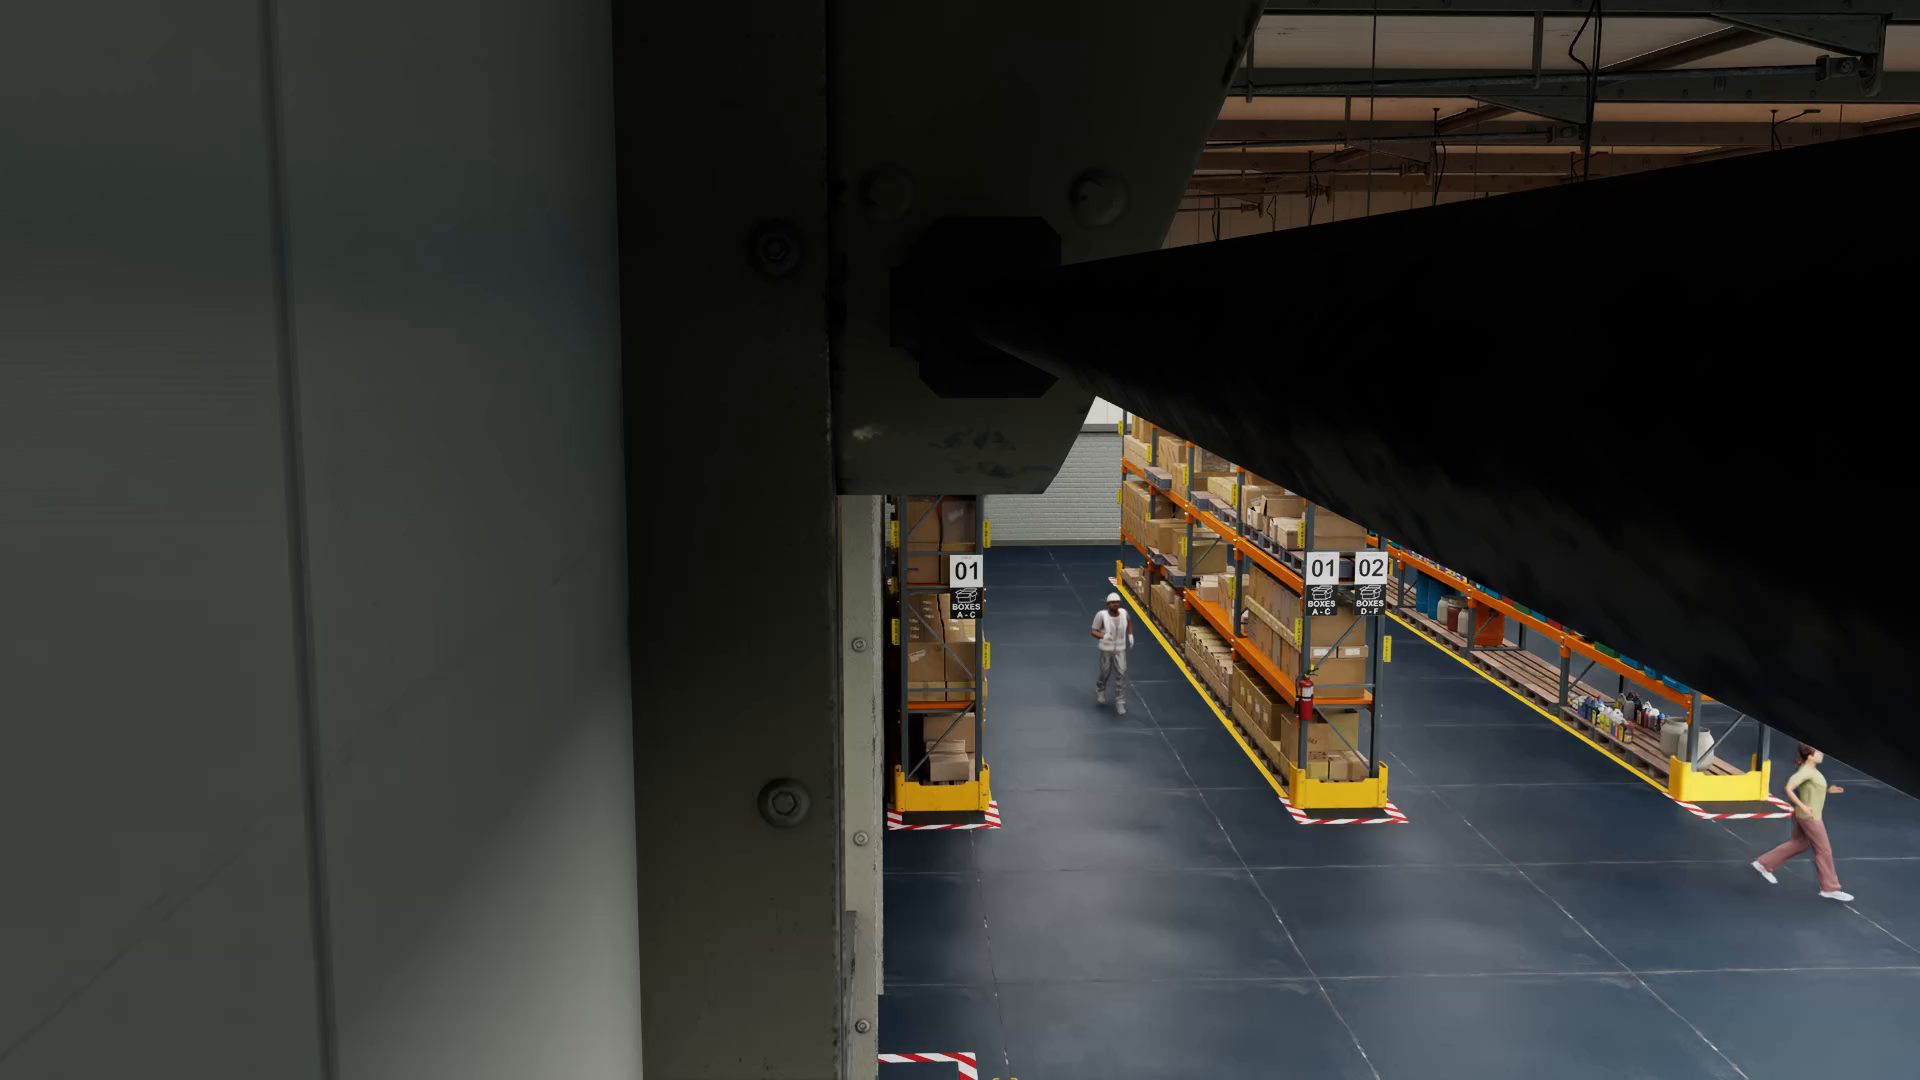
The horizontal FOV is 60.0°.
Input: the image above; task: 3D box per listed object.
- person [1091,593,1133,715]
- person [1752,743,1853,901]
[{"bbox_3d":[2.331,1.704,25.464,0.704,1.837,0.830,-2,9,-12],"label":"person"},{"bbox_3d":[8.911,2.918,17.497,0.970,1.651,0.575,4,9,24],"label":"person"}]
